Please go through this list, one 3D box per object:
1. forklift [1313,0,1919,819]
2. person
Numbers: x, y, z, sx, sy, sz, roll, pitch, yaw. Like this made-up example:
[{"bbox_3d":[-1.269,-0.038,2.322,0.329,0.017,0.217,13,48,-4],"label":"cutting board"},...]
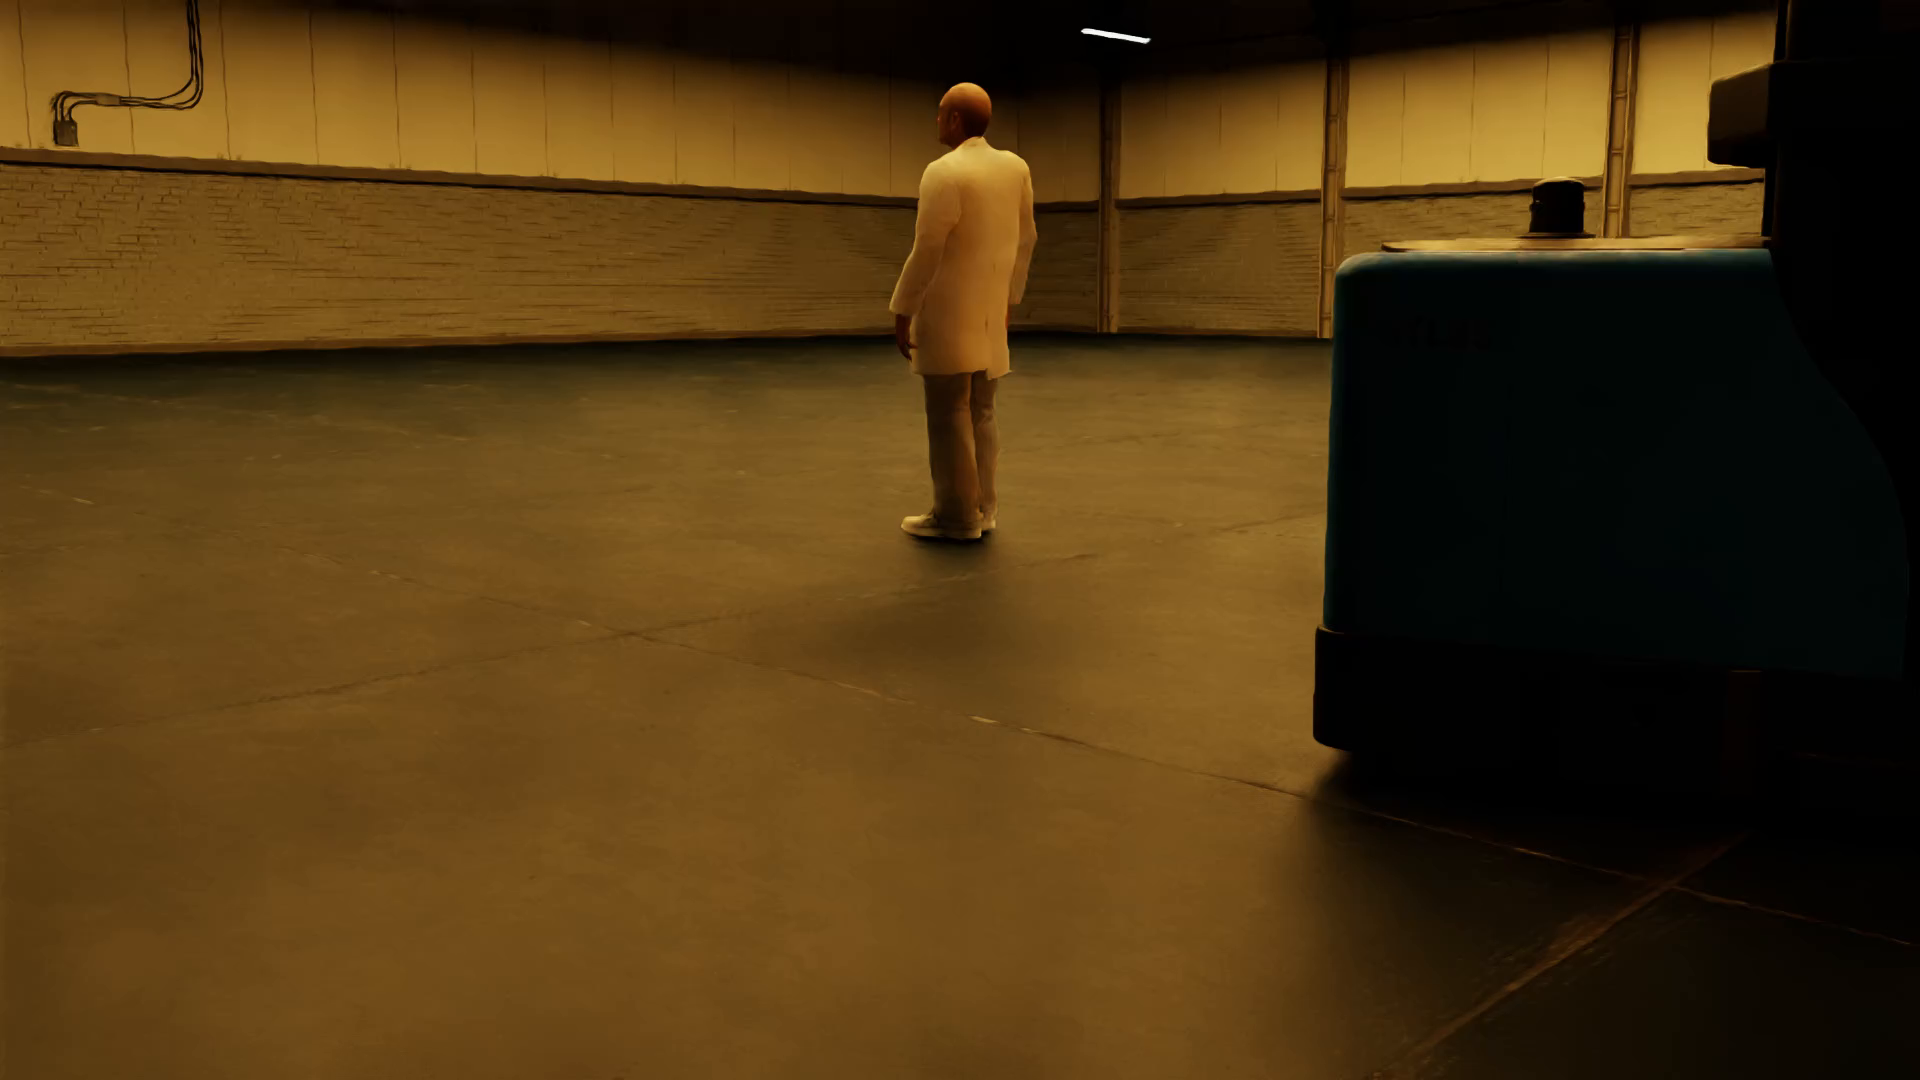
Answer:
[{"bbox_3d":[2.303,-0.934,3.077,3.031,2.935,1.130,4,9,24],"label":"forklift"},{"bbox_3d":[-0.062,-0.896,6.650,0.579,1.776,0.694,8,12,43],"label":"person"}]
